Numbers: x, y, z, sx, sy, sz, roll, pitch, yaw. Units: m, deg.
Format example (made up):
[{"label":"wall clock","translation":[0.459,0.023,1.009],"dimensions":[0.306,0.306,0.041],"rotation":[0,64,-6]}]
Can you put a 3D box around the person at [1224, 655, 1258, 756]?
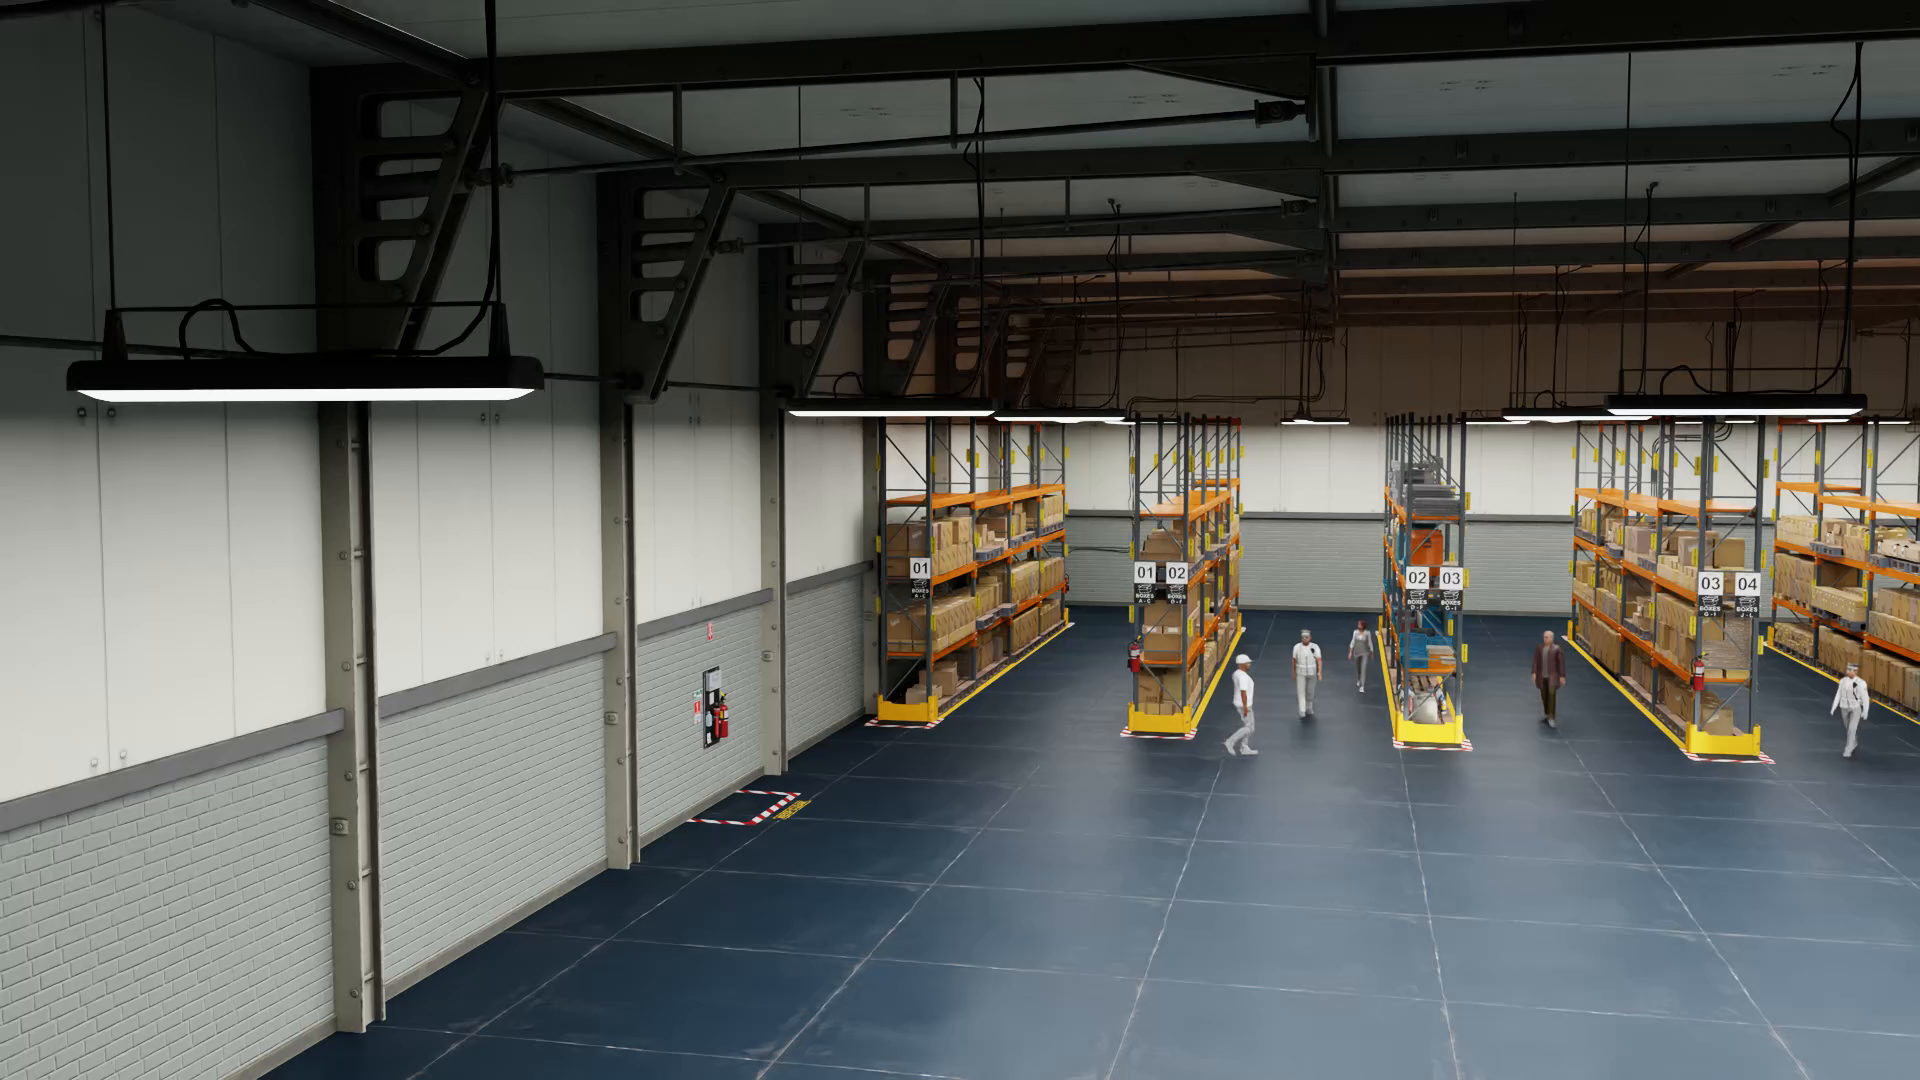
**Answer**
[{"label":"person","translation":[4.890,2.876,28.930],"dimensions":[0.637,1.756,0.588],"rotation":[0,4,-2]}]

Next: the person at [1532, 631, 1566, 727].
[{"label":"person","translation":[11.402,2.665,32.240],"dimensions":[0.637,1.796,0.827],"rotation":[3,5,38]}]

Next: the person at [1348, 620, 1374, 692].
[{"label":"person","translation":[8.727,2.490,36.150],"dimensions":[0.511,1.535,1.008],"rotation":[2,4,22]}]

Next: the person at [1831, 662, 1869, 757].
[{"label":"person","translation":[15.561,2.925,29.026],"dimensions":[1.075,1.616,0.551],"rotation":[-4,5,-44]}]

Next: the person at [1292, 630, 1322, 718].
[{"label":"person","translation":[6.841,2.625,32.750],"dimensions":[0.562,1.712,1.024],"rotation":[1,4,8]}]
